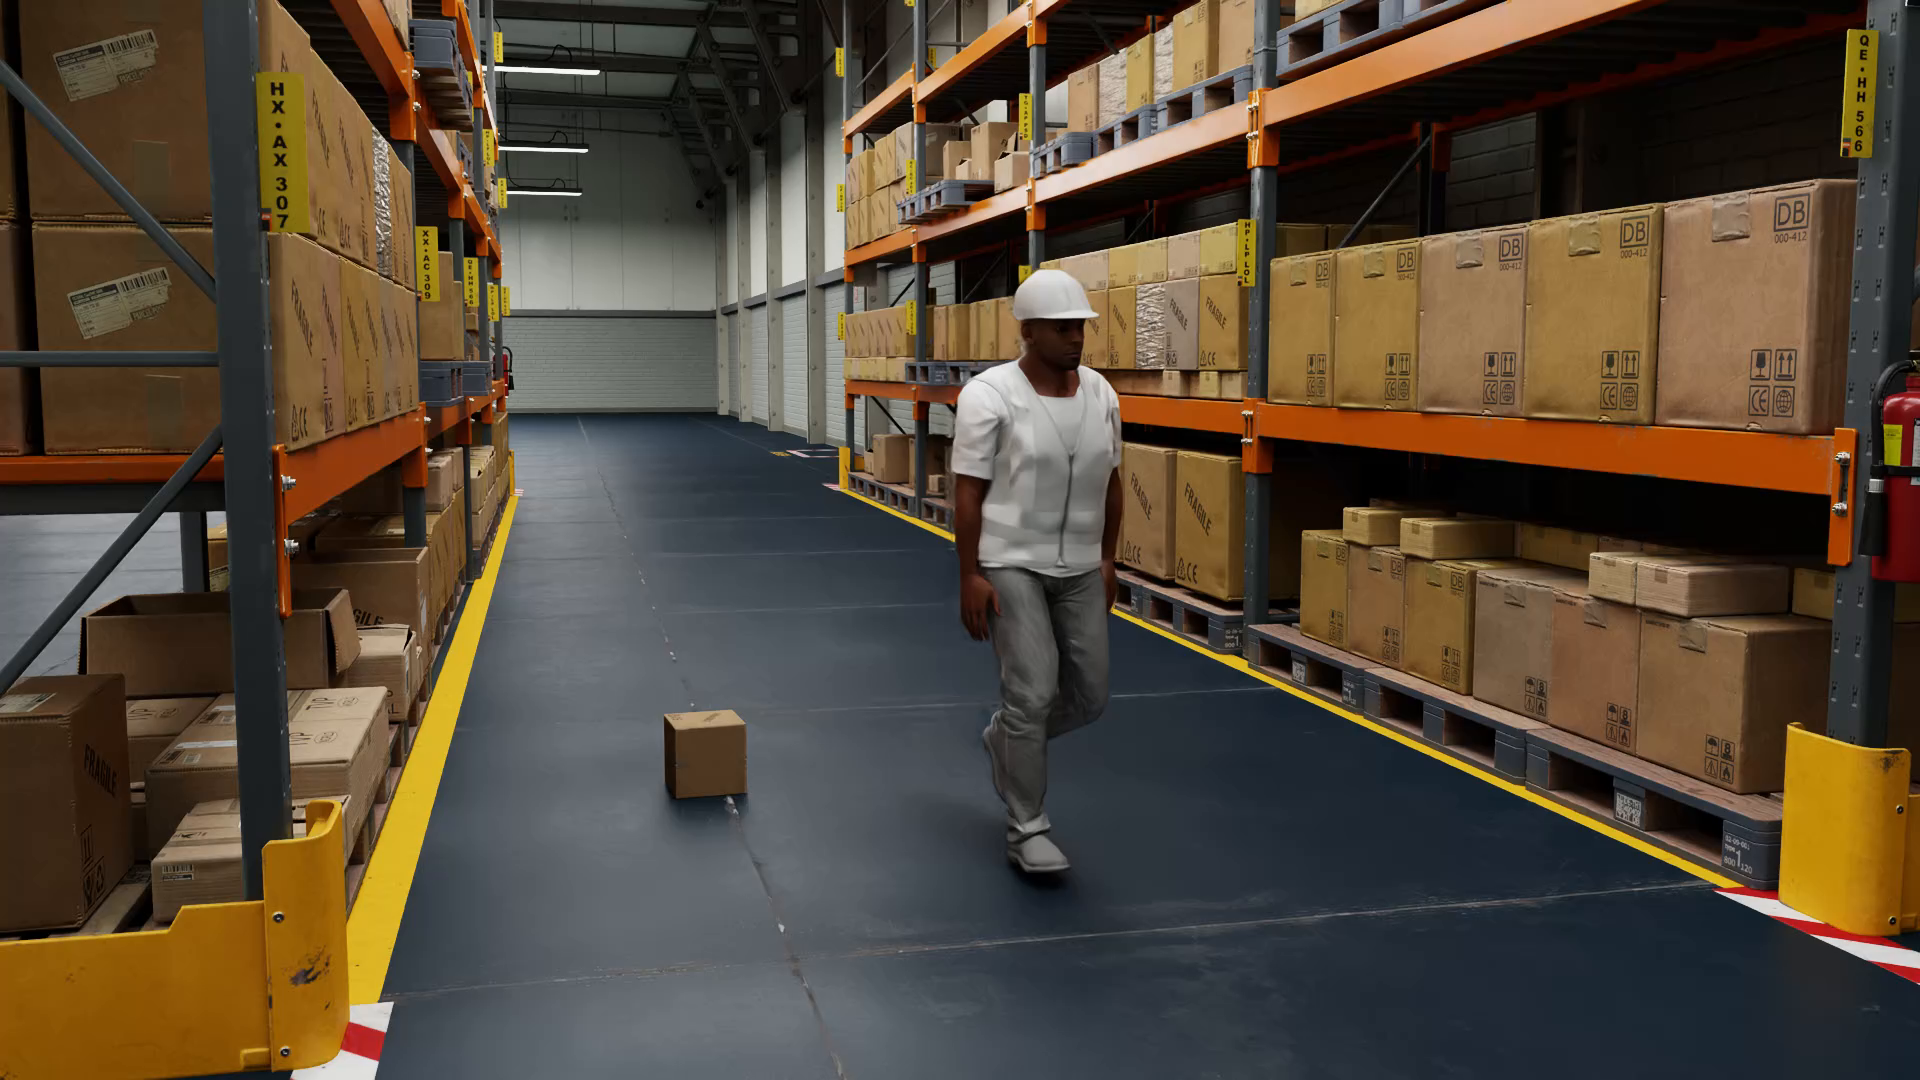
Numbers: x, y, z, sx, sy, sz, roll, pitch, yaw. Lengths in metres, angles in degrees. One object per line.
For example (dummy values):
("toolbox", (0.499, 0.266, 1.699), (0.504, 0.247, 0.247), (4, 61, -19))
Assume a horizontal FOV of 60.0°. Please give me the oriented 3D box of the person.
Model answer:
("person", (0.211, 0.077, 5.011), (0.579, 1.749, 0.706), (-3, 7, -28))
